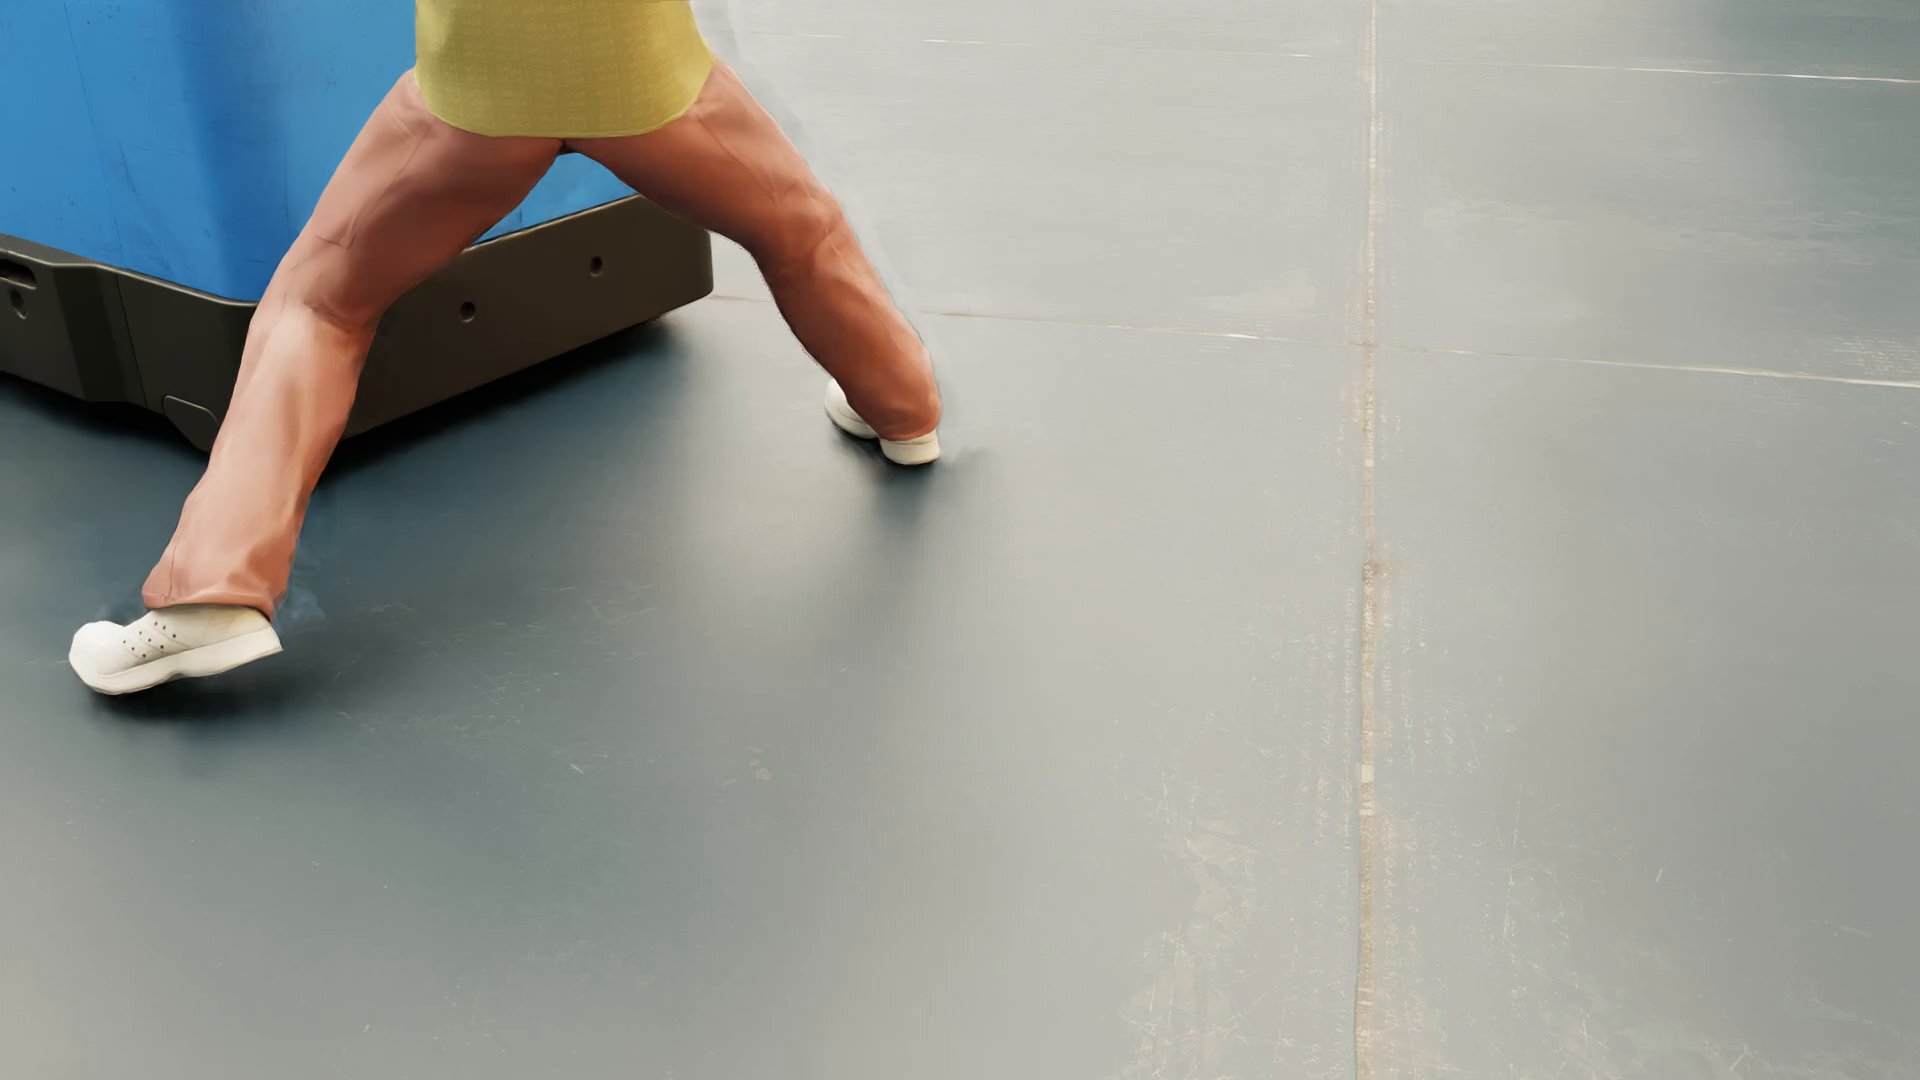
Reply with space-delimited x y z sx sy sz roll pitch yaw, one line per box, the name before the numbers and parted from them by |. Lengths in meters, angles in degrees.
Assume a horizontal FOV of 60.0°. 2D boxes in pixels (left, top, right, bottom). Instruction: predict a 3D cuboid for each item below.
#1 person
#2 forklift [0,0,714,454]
person | -0.587 -0.661 2.158 1.201 1.478 0.902 -4 27 -8
forklift | -2.002 -1.943 3.097 3.031 2.935 1.130 17 31 30
